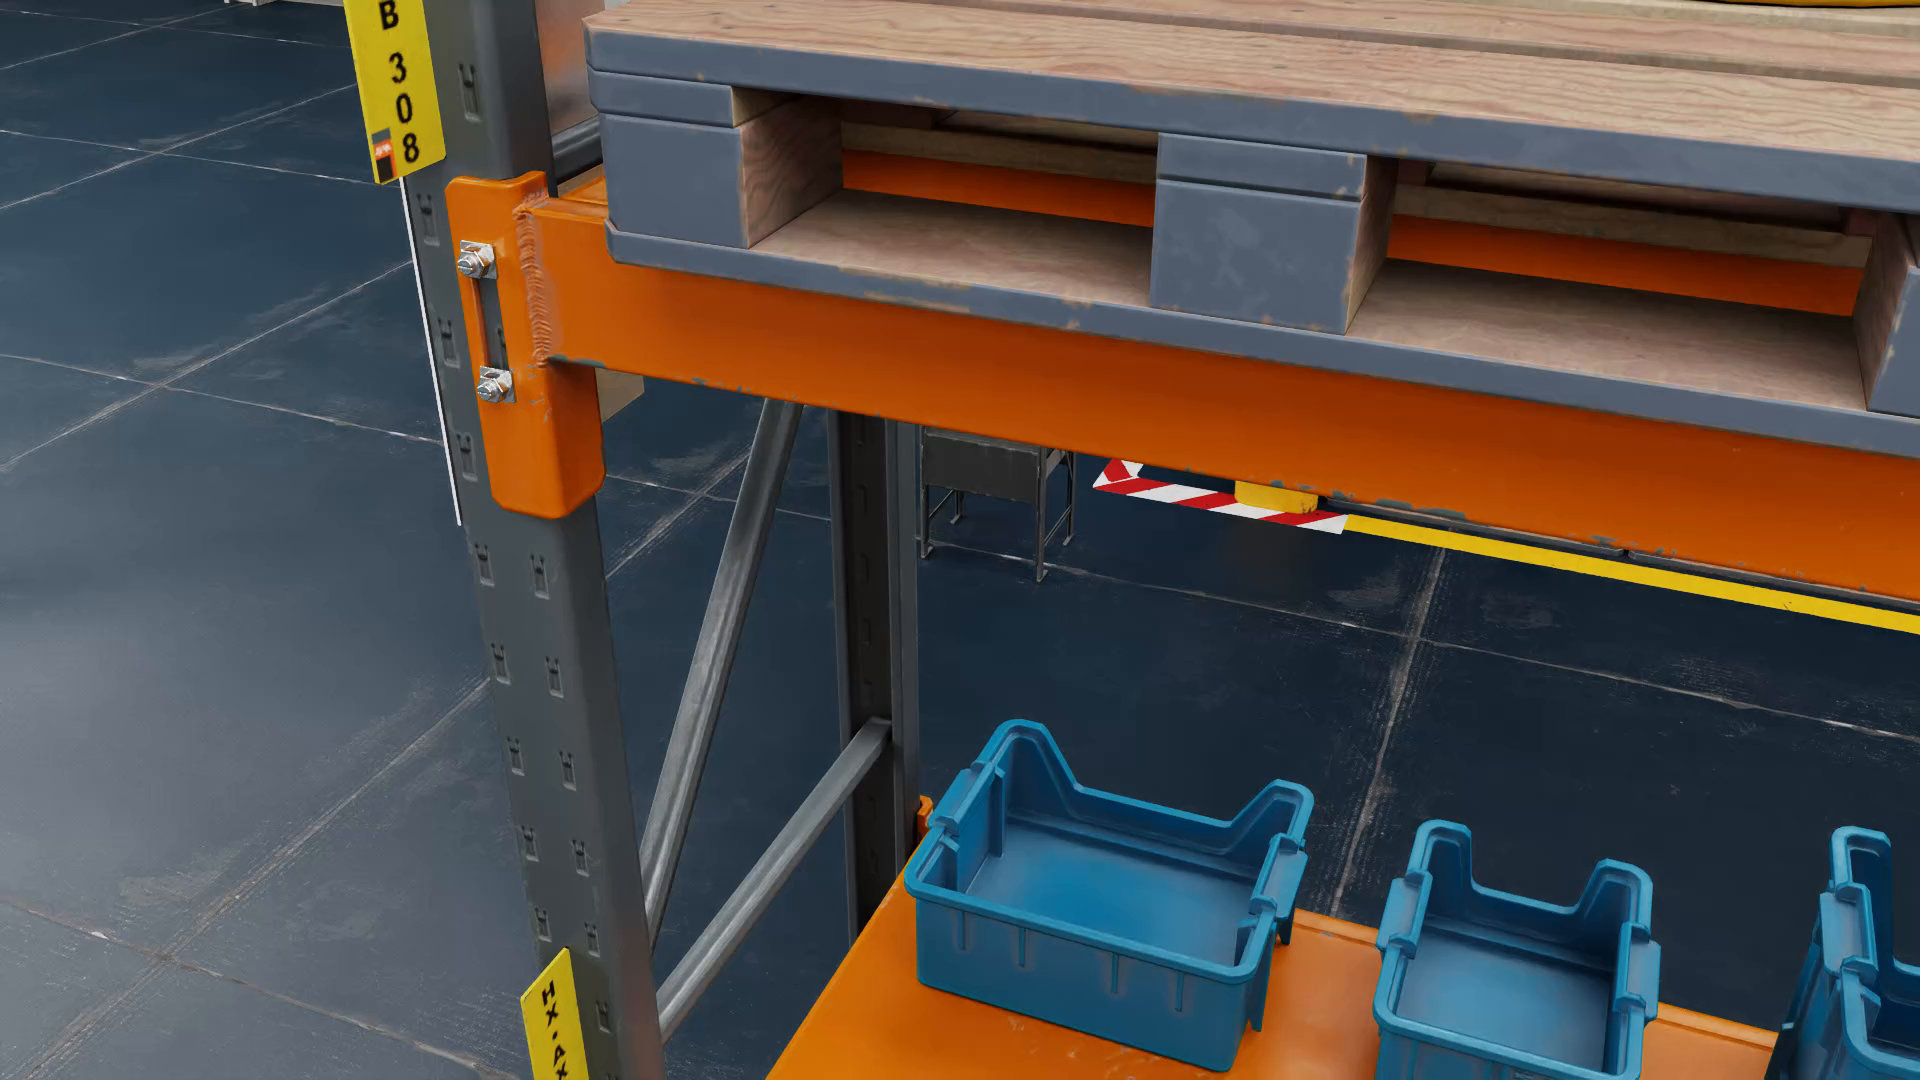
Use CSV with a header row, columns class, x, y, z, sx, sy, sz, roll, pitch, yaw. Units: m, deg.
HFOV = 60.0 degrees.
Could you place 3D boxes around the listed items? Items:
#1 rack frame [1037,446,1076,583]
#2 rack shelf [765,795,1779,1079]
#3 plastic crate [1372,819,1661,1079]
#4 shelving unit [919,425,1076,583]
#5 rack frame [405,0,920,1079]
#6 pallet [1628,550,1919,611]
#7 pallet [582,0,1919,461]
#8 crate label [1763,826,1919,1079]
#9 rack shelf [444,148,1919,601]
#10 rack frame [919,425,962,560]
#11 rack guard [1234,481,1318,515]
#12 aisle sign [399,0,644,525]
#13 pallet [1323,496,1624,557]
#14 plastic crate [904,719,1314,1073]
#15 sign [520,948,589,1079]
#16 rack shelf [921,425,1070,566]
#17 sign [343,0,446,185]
class,x,y,z,sx,sy,sz,roll,pitch,yaw
rack frame,0.379,-0.838,6.099,0.015,2.100,0.400,11,31,19
rack shelf,1.535,1.245,2.229,4.000,0.370,1.077,11,31,19
plastic crate,0.858,0.706,2.604,0.408,0.251,0.499,11,31,19
shelving unit,0.153,-0.883,6.179,0.503,2.100,0.431,11,31,19
rack frame,-0.319,0.564,2.704,0.053,2.616,0.949,11,31,19
pallet,3.399,-0.133,6.770,1.213,0.211,1.003,11,31,19
pallet,0.412,-0.464,1.666,1.213,0.211,1.003,11,31,19
crate label,1.489,0.764,2.314,0.616,0.435,0.502,11,31,19
rack shelf,1.535,-0.060,1.491,4.000,0.370,1.077,11,31,19
rack frame,-0.073,-0.929,6.259,0.015,2.100,0.400,11,31,19
rack guard,1.526,-0.612,7.324,0.348,0.500,1.175,11,31,19
aisle sign,-0.495,-0.449,1.854,0.004,0.787,0.394,11,31,19
pallet,2.272,-0.359,7.171,1.213,0.211,1.003,11,31,19
plastic crate,0.259,0.583,2.821,0.616,0.251,0.499,11,31,19
sign,-0.529,0.692,2.196,0.005,0.325,0.100,11,31,19
rack shelf,0.153,-0.262,6.530,0.480,0.518,0.431,11,31,19
sign,-0.529,-0.497,1.524,0.005,0.325,0.100,11,31,19
